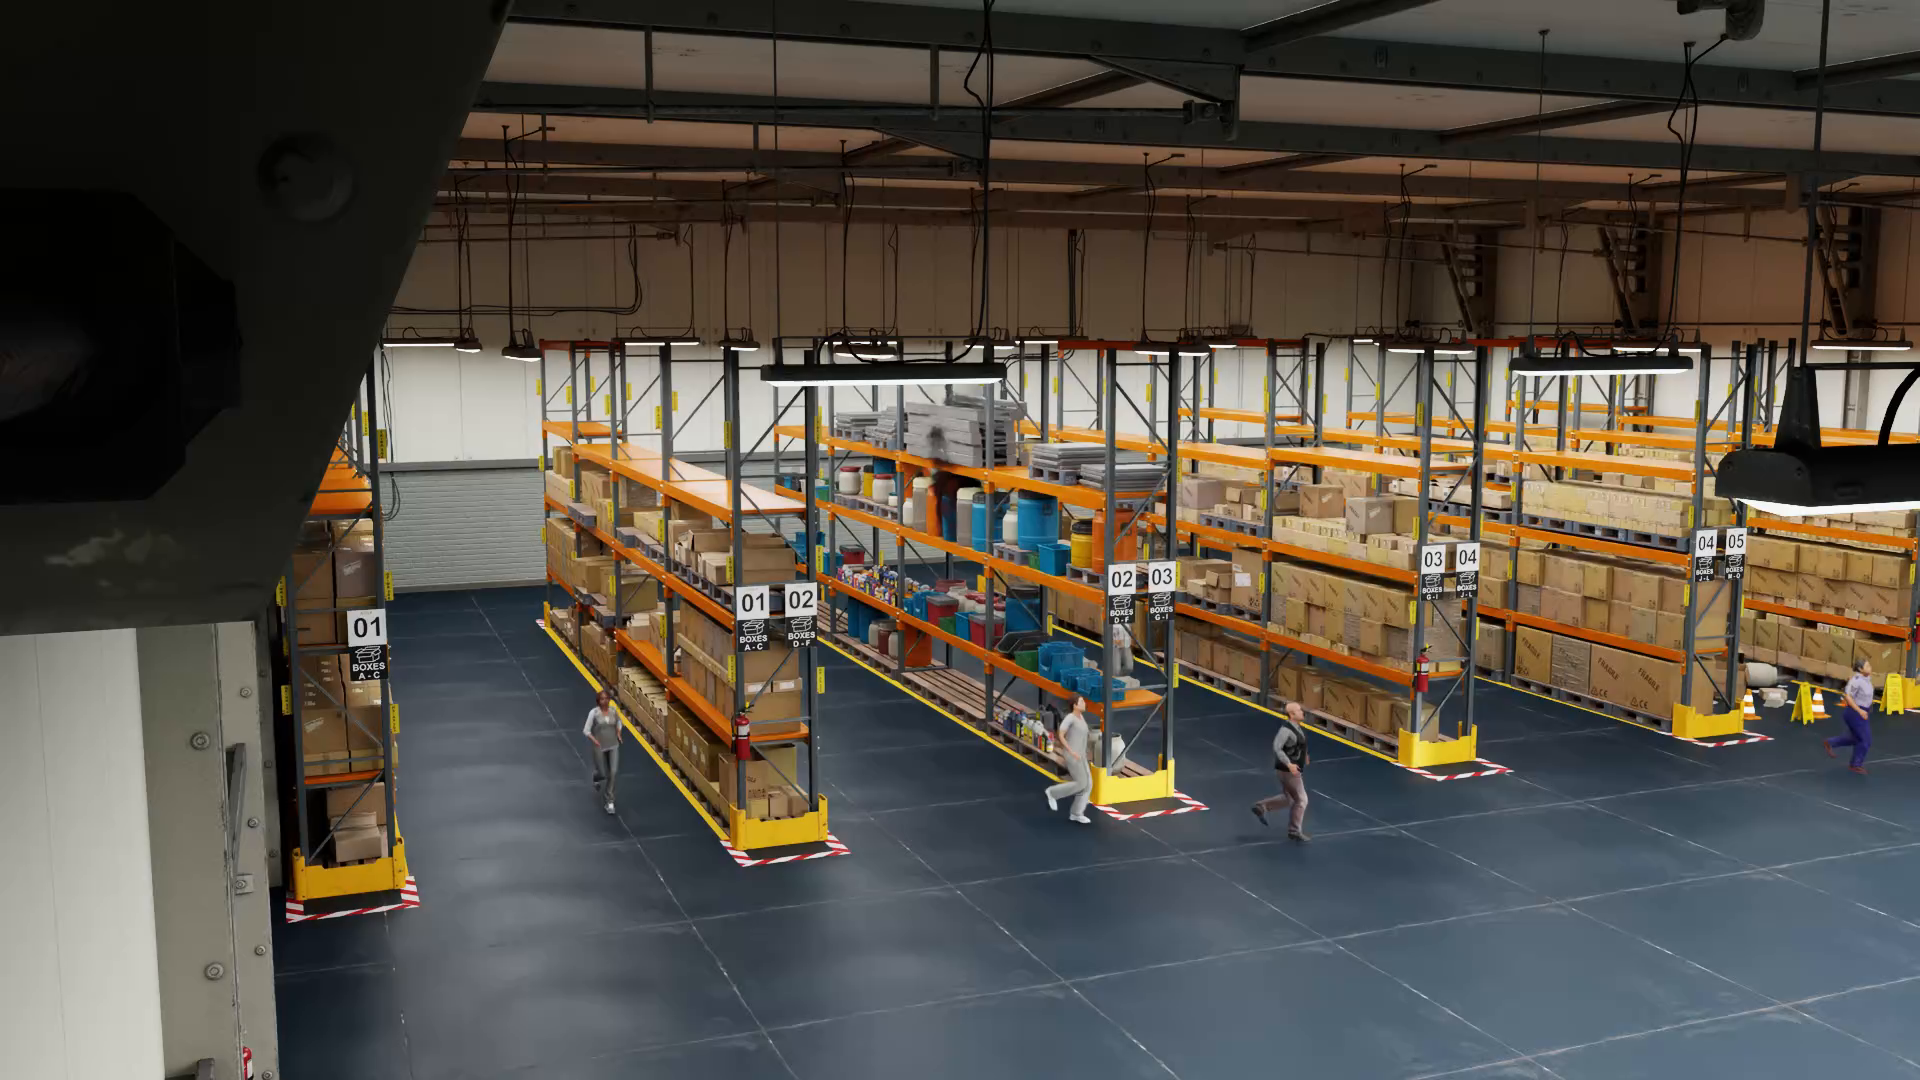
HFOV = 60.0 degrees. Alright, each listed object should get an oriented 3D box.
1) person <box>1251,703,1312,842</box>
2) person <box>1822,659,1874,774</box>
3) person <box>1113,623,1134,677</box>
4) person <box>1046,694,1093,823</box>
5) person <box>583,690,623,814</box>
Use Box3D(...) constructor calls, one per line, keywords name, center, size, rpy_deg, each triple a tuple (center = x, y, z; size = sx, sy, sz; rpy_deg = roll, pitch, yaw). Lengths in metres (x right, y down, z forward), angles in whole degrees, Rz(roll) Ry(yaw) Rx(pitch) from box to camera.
Box3D(name="person", center=(3.974, 2.839, 20.481), size=(0.770, 1.737, 0.658), rpy_deg=(3, 8, 21))
Box3D(name="person", center=(12.649, 2.482, 23.629), size=(0.651, 1.642, 0.613), rpy_deg=(6, 9, 38))
Box3D(name="person", center=(2.755, 1.831, 28.479), size=(0.639, 1.626, 0.560), rpy_deg=(-3, 8, -25))
Box3D(name="person", center=(1.481, 2.774, 21.359), size=(0.639, 1.583, 0.603), rpy_deg=(4, 8, 28))
Box3D(name="person", center=(-4.661, 2.734, 21.802), size=(0.547, 1.584, 0.759), rpy_deg=(-4, 8, -26))
